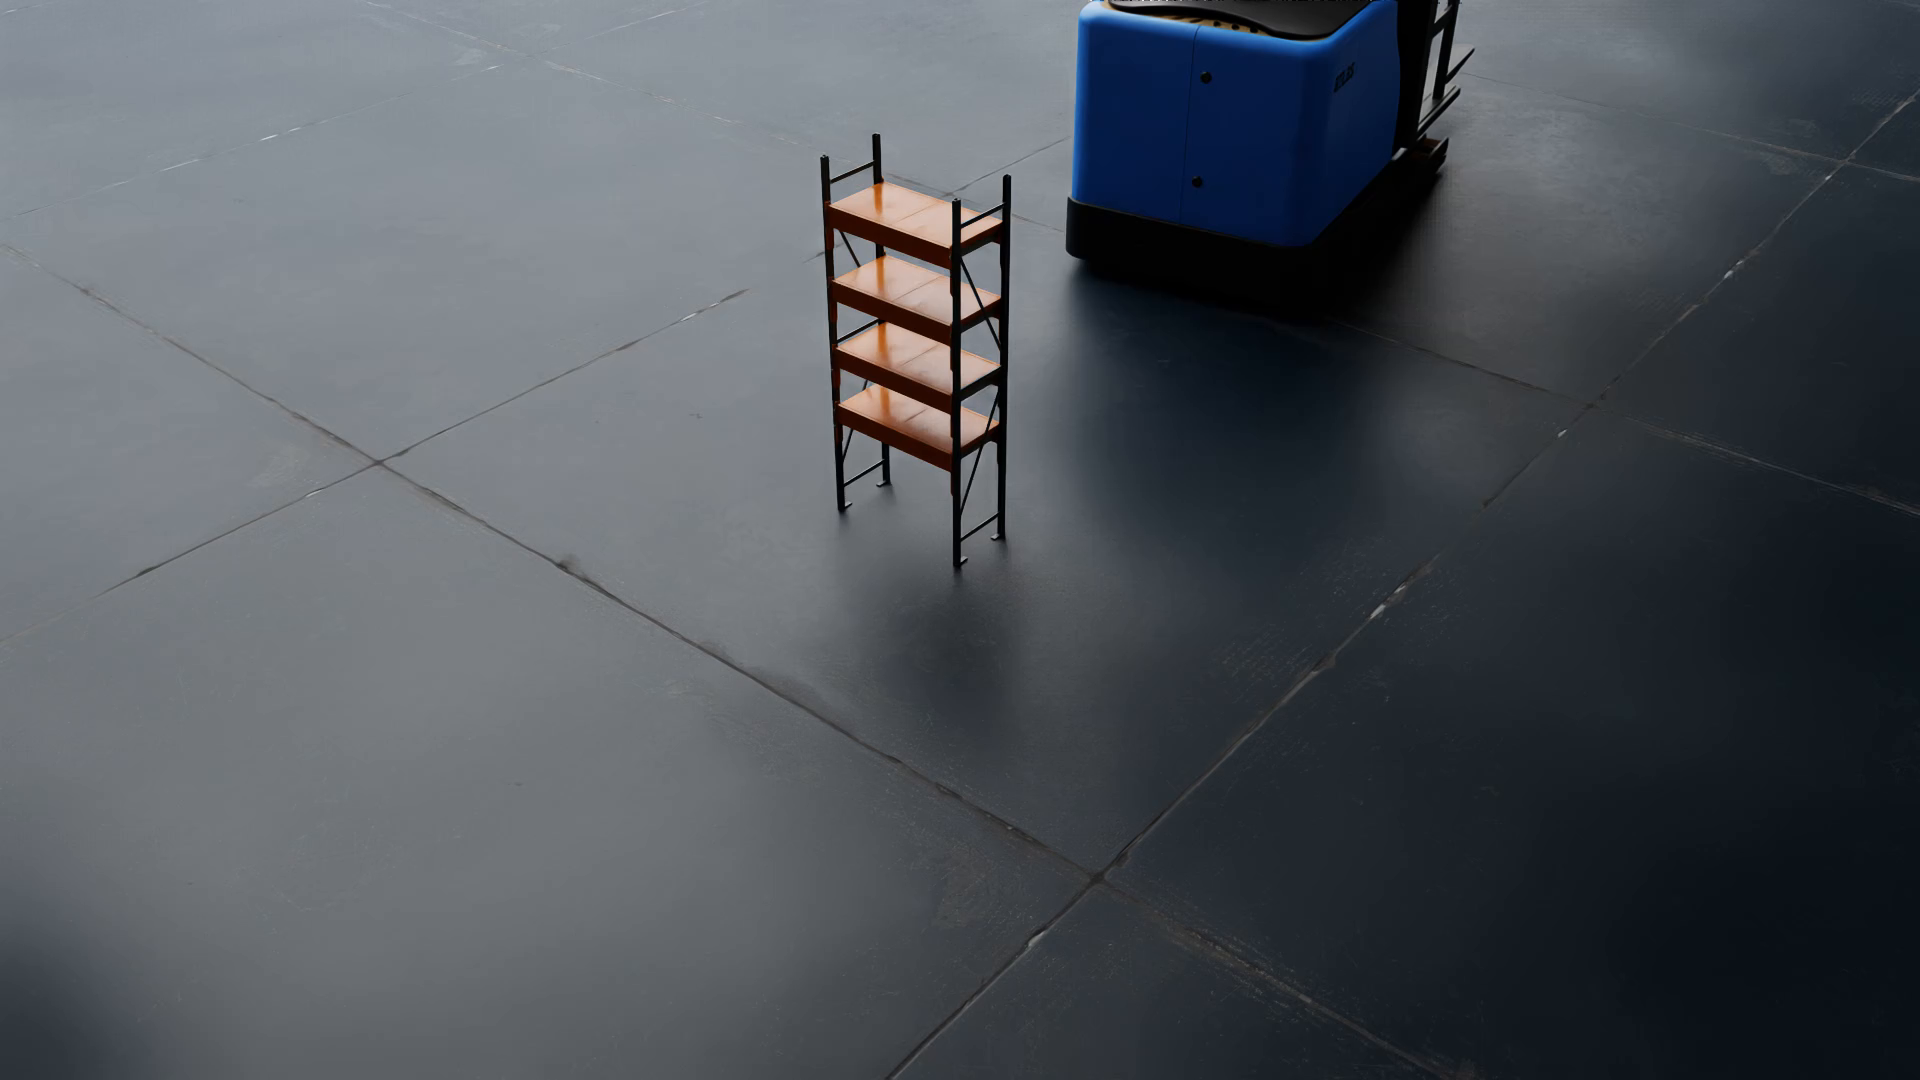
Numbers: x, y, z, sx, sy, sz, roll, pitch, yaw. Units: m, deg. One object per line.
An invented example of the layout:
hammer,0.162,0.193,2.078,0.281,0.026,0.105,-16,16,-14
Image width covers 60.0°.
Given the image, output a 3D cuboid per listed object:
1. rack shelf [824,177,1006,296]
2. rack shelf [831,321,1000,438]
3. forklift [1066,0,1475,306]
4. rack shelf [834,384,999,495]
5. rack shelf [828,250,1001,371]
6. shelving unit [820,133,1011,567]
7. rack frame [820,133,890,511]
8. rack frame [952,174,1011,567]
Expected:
rack shelf,-0.127,-0.878,4.775,0.480,0.148,0.258,25,42,32
rack shelf,-0.127,-0.499,5.036,0.480,0.148,0.258,25,42,32
forklift,1.605,-2.924,6.919,1.130,2.935,3.031,18,38,24
rack shelf,-0.127,-0.335,5.148,0.480,0.148,0.258,25,42,32
rack shelf,-0.127,-0.683,4.909,0.480,0.148,0.258,25,42,32
shelving unit,-0.127,-0.555,4.998,0.503,1.200,0.258,25,42,32
rack frame,-0.315,-0.643,5.126,0.015,1.200,0.240,25,42,32
rack frame,0.060,-0.466,4.869,0.015,1.200,0.240,25,42,32
